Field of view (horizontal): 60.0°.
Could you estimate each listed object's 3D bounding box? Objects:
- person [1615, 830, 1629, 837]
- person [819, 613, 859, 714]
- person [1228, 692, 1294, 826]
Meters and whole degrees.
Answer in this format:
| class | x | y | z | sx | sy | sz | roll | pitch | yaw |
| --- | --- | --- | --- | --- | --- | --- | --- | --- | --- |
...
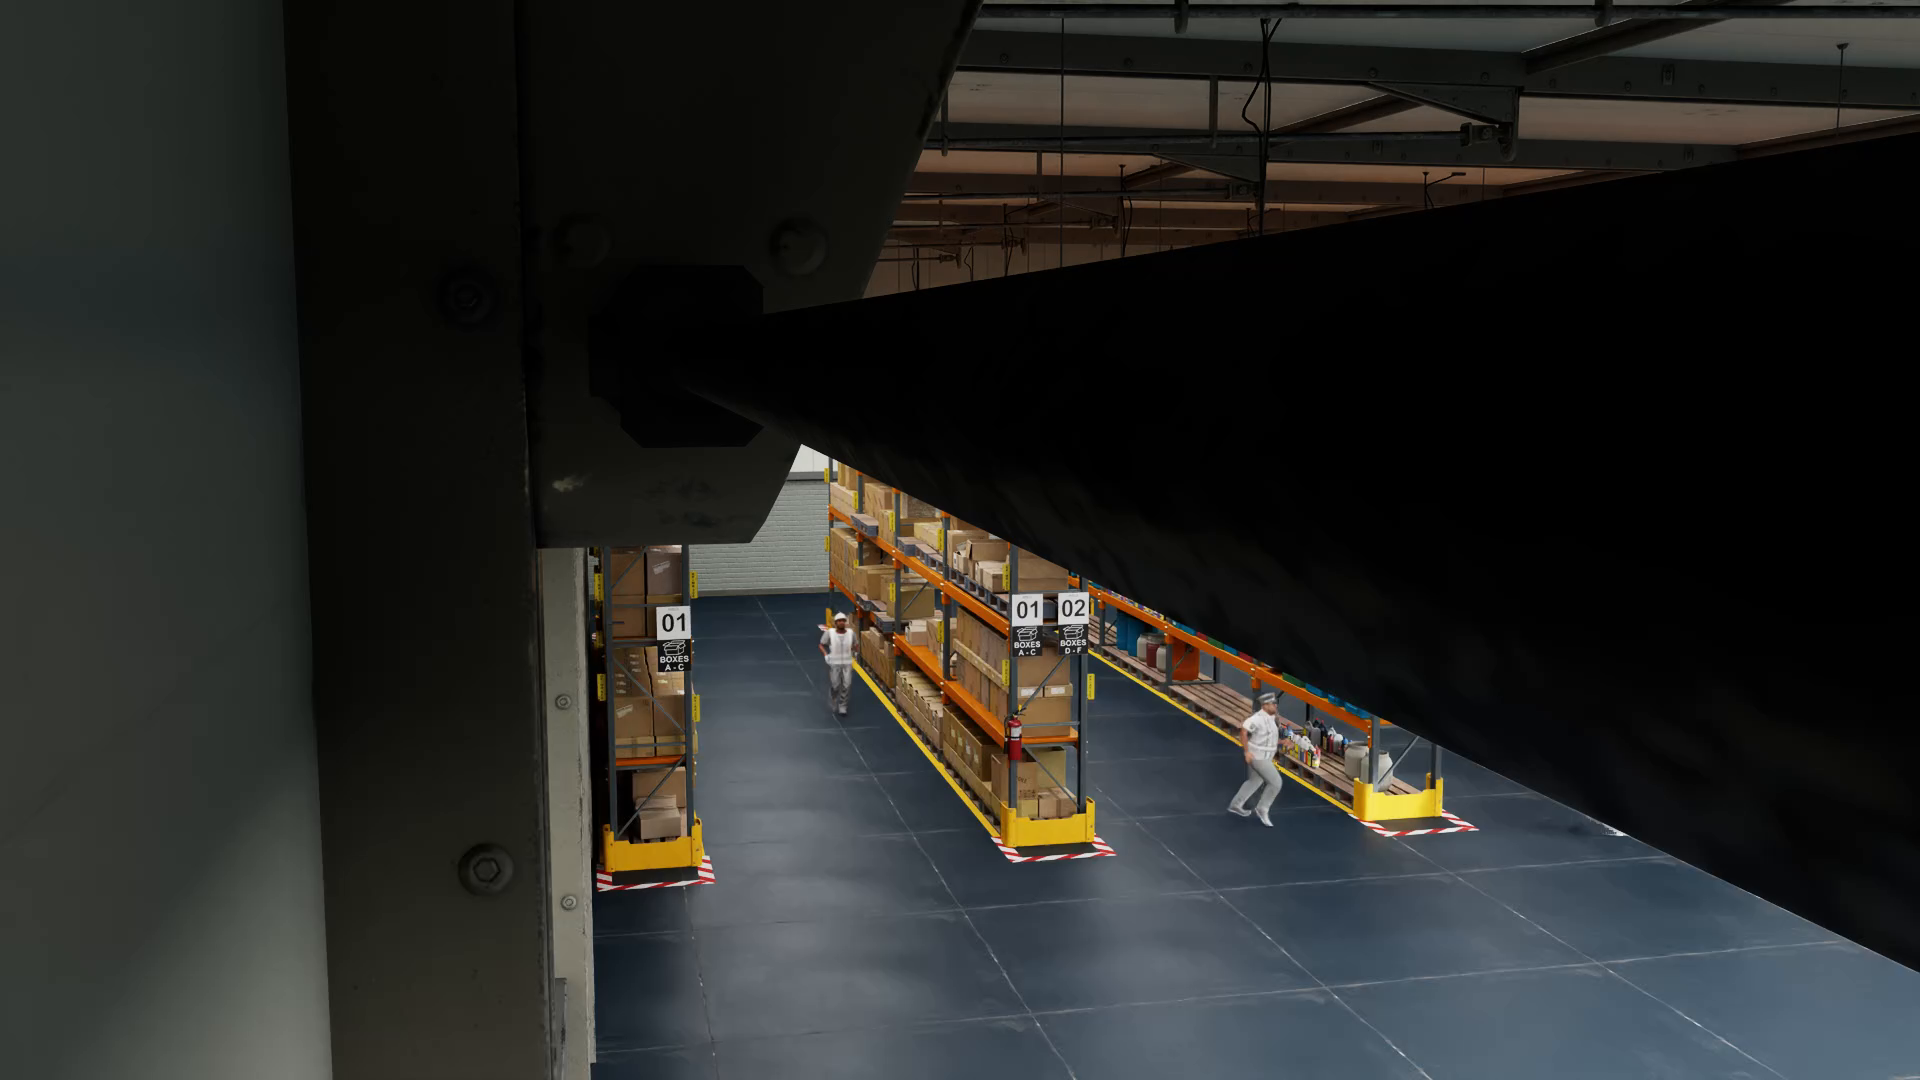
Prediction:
| class | x | y | z | sx | sy | sz | roll | pitch | yaw |
| --- | --- | --- | --- | --- | --- | --- | --- | --- | --- |
| person | 8.901 | 2.985 | 21.244 | 0.920 | 1.651 | 0.708 | 1 | 7 | 8 |
| person | -2.022 | 2.112 | 28.258 | 0.675 | 1.738 | 0.592 | -2 | 7 | -14 |
| person | 3.968 | 2.885 | 21.950 | 0.846 | 1.796 | 0.597 | 3 | 7 | 21 |
